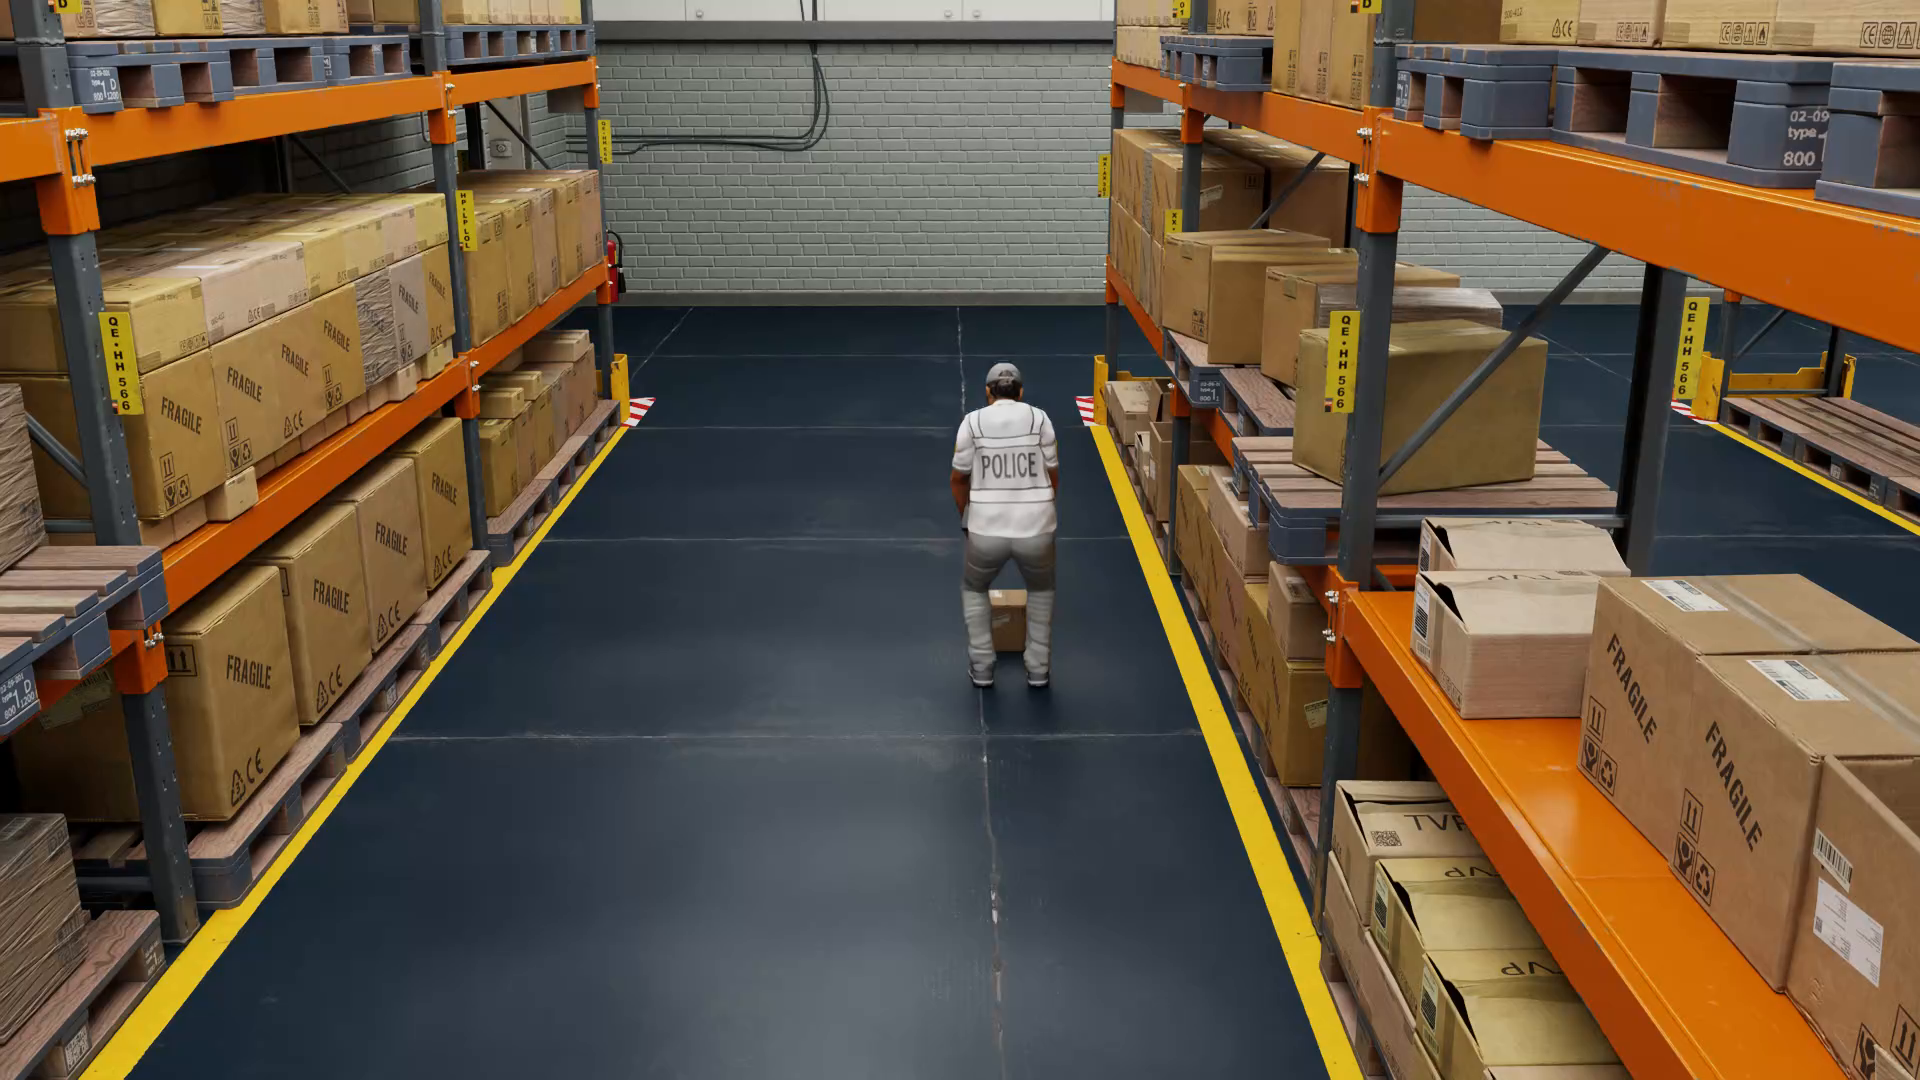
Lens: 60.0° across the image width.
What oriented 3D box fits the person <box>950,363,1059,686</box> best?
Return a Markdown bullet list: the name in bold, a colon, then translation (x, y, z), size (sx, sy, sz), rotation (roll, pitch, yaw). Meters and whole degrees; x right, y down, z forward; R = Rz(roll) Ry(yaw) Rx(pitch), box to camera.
- **person**: translation (0.211, -0.062, 7.973), size (0.519, 1.541, 0.565), rotation (0, 17, 1)
